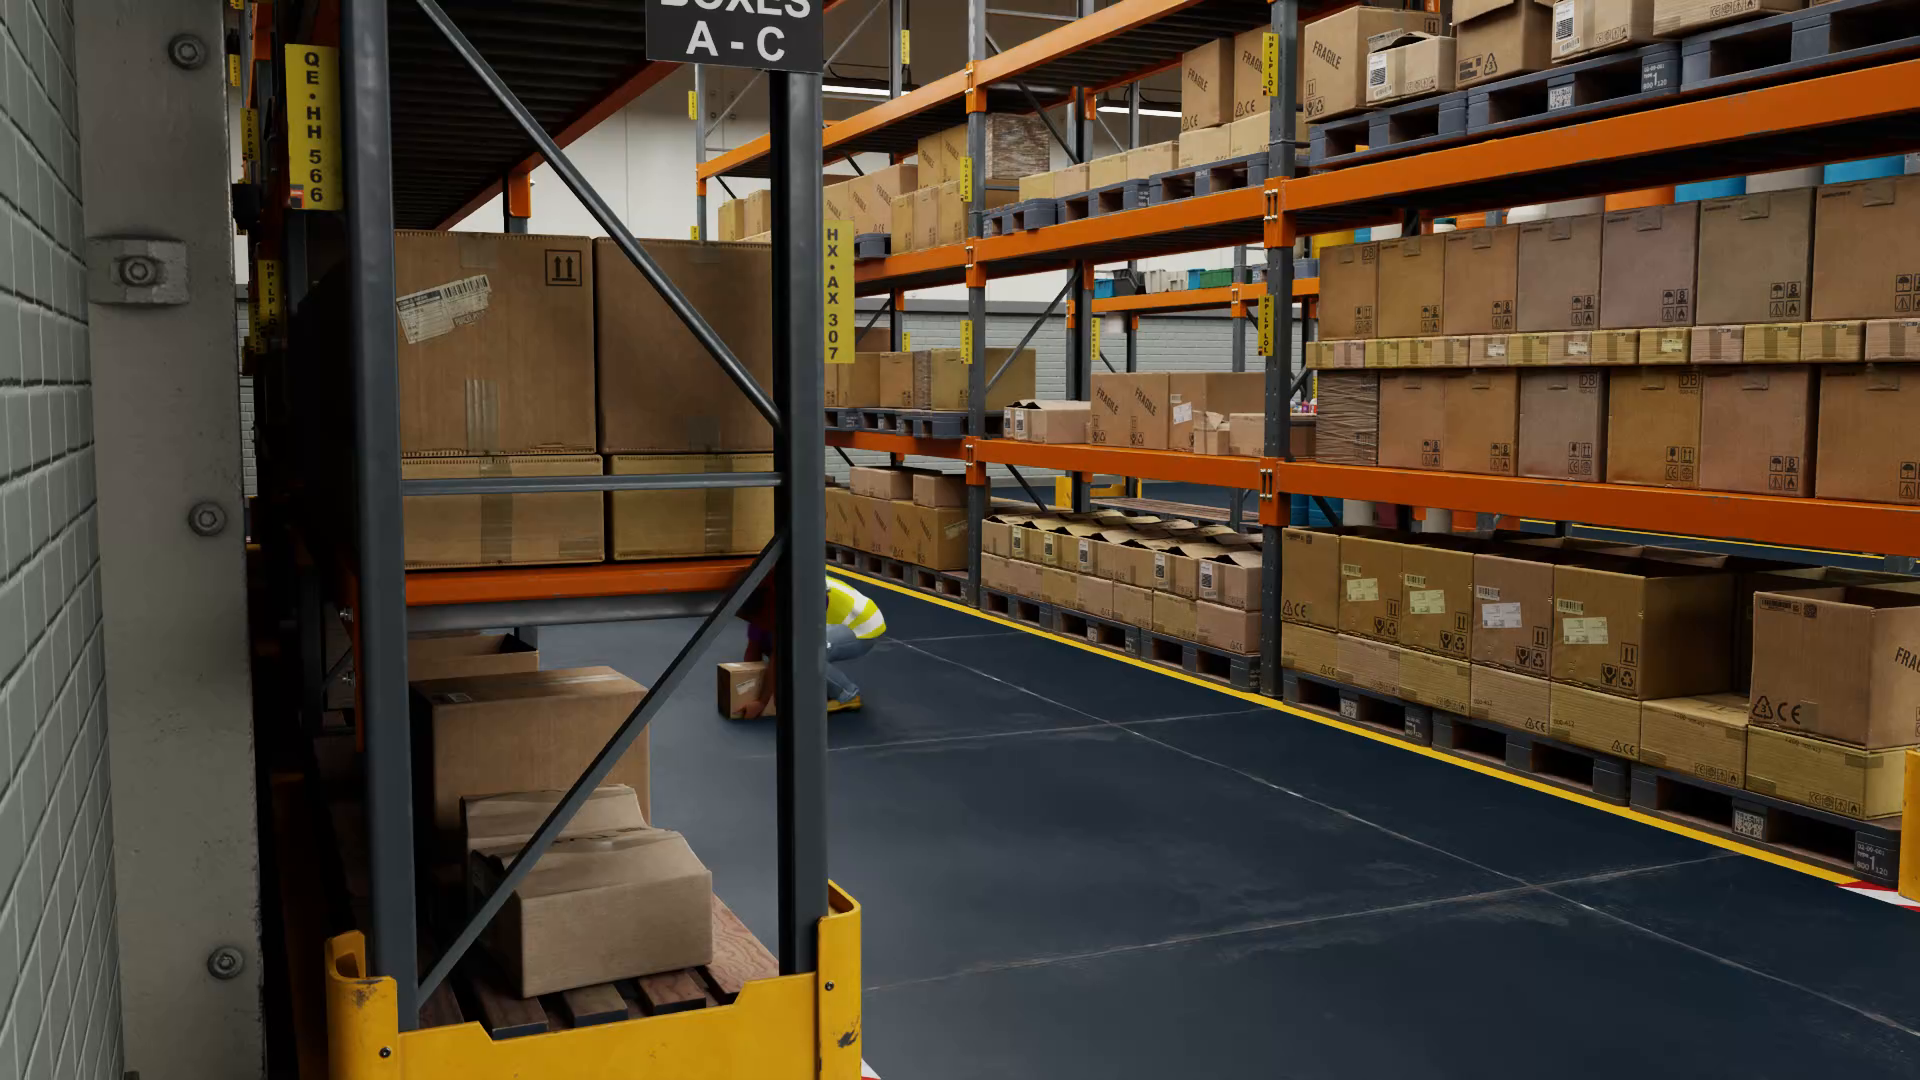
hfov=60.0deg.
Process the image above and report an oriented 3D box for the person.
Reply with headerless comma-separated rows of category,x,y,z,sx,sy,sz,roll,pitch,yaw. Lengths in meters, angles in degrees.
person,-0.848,0.546,8.804,0.927,0.901,0.540,-2,6,-23
